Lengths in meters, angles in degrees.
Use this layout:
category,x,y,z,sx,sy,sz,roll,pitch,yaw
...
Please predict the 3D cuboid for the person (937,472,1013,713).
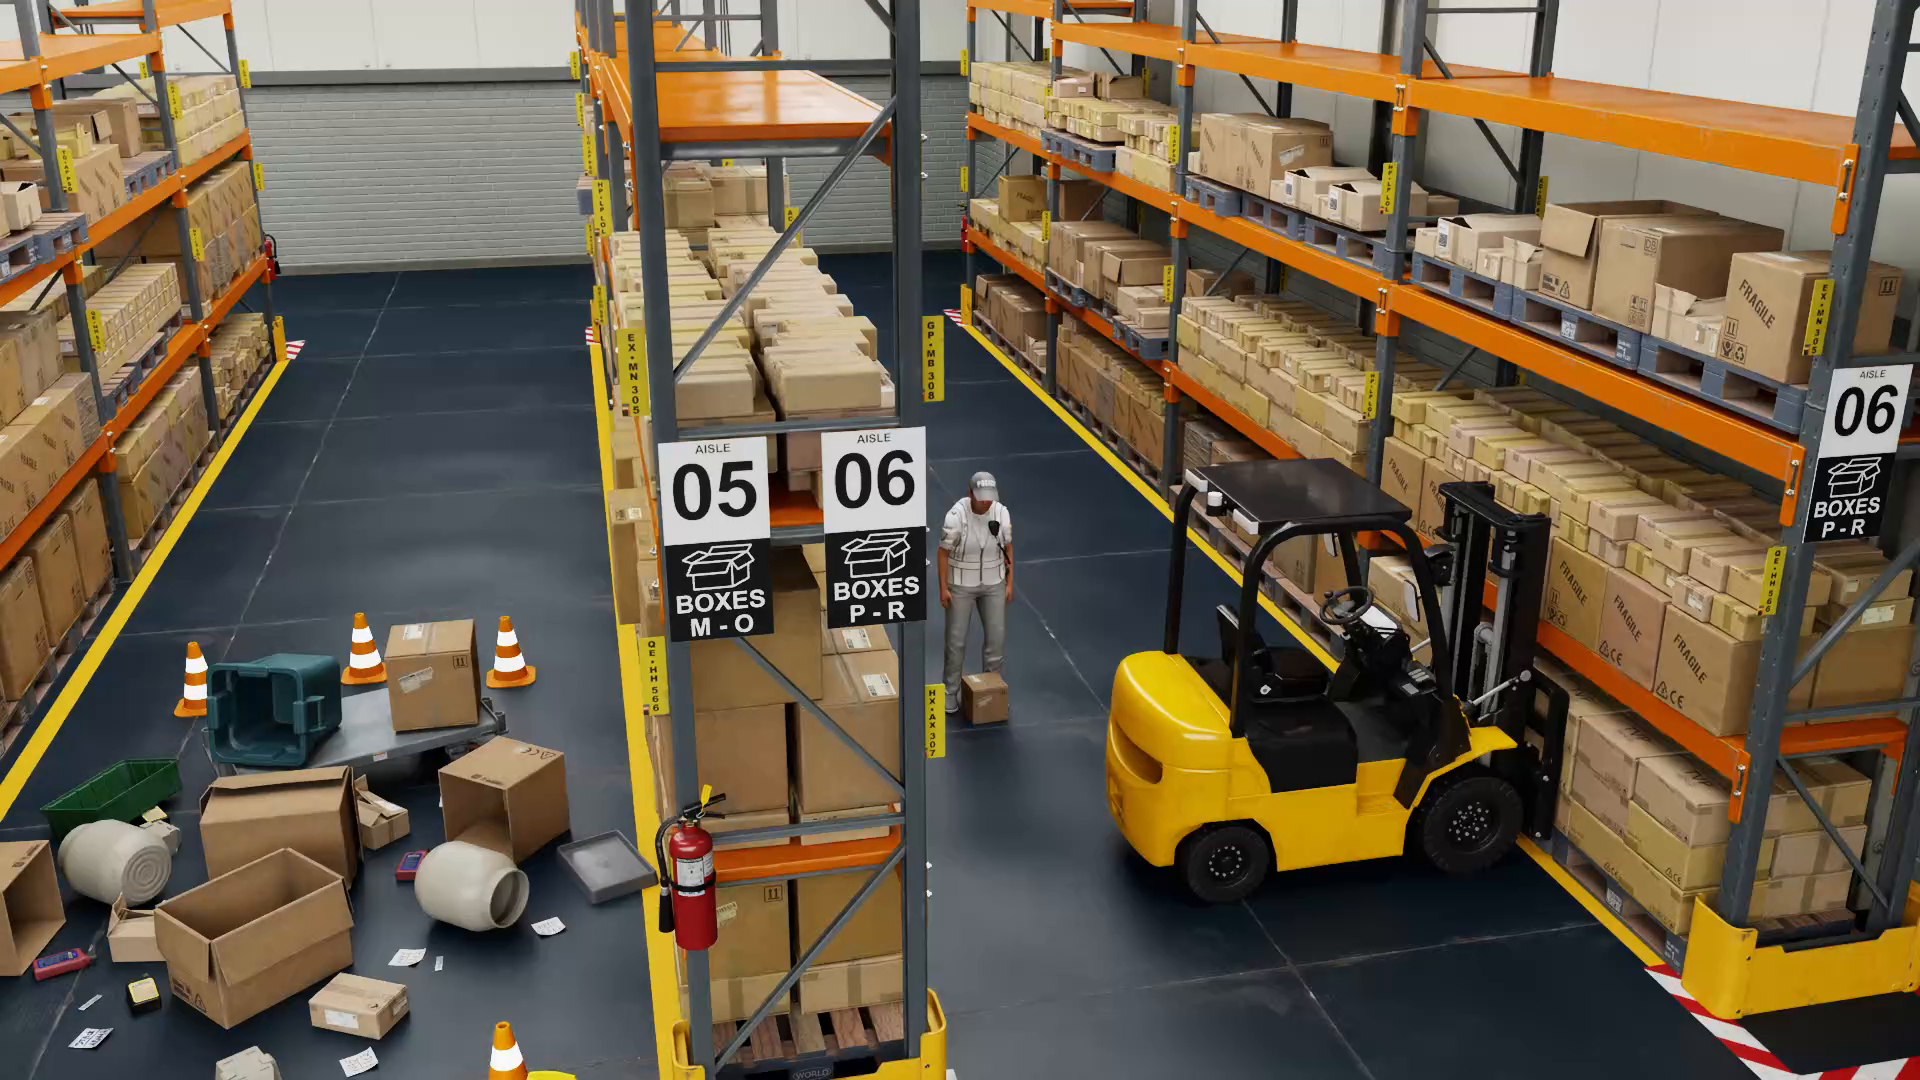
category,x,y,z,sx,sy,sz,roll,pitch,yaw
person,0.108,0.324,11.159,0.537,1.665,0.468,-5,20,-13
